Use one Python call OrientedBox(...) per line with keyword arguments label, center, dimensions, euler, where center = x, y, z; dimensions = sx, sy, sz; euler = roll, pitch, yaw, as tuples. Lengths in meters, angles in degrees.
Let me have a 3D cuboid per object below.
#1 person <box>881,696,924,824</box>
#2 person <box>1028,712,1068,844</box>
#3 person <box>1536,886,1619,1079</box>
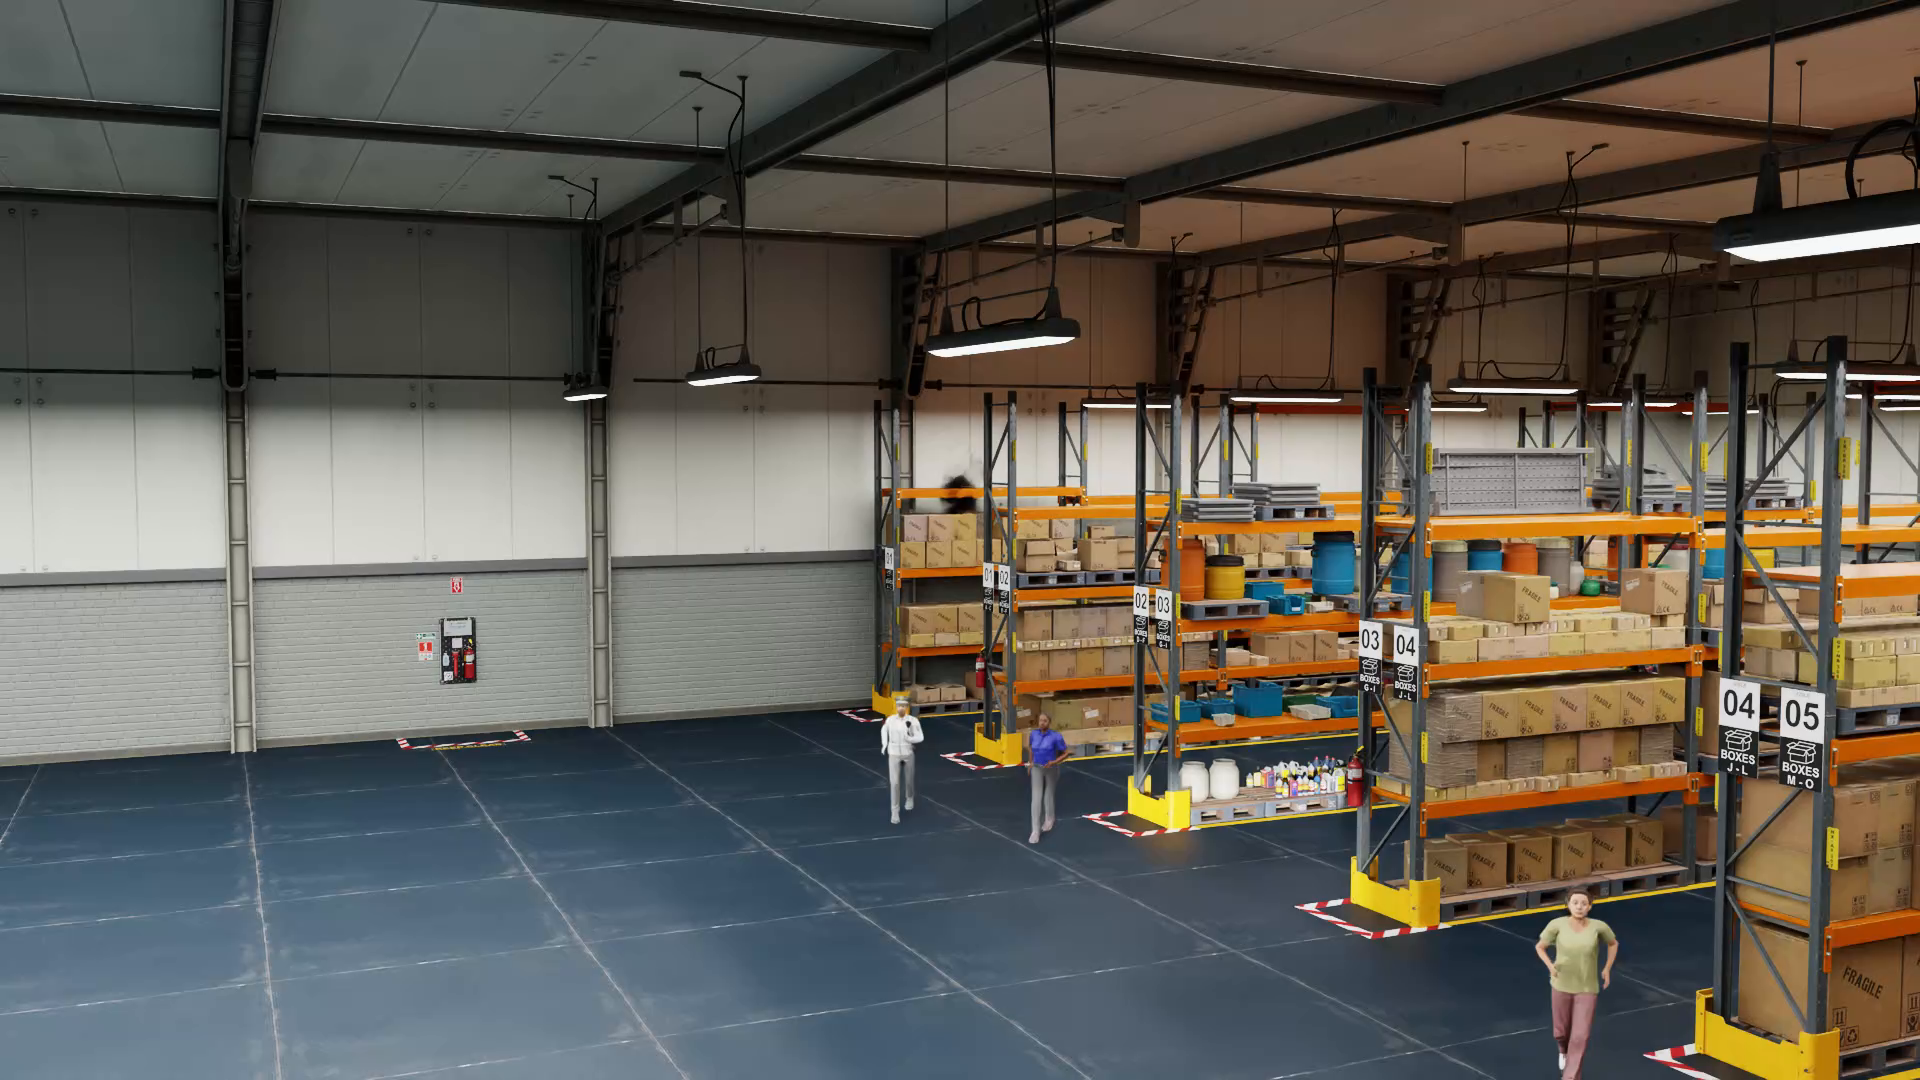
OrientedBox(label="person", center=(-0.798, 2.965, 22.843), dimensions=(0.610, 1.686, 0.936), euler=(0, 3, 3))
OrientedBox(label="person", center=(1.142, 3.063, 21.735), dimensions=(0.575, 1.661, 0.827), euler=(1, 3, 15))
OrientedBox(label="person", center=(4.858, 3.558, 13.138), dimensions=(0.608, 1.666, 0.966), euler=(2, 4, 25))
